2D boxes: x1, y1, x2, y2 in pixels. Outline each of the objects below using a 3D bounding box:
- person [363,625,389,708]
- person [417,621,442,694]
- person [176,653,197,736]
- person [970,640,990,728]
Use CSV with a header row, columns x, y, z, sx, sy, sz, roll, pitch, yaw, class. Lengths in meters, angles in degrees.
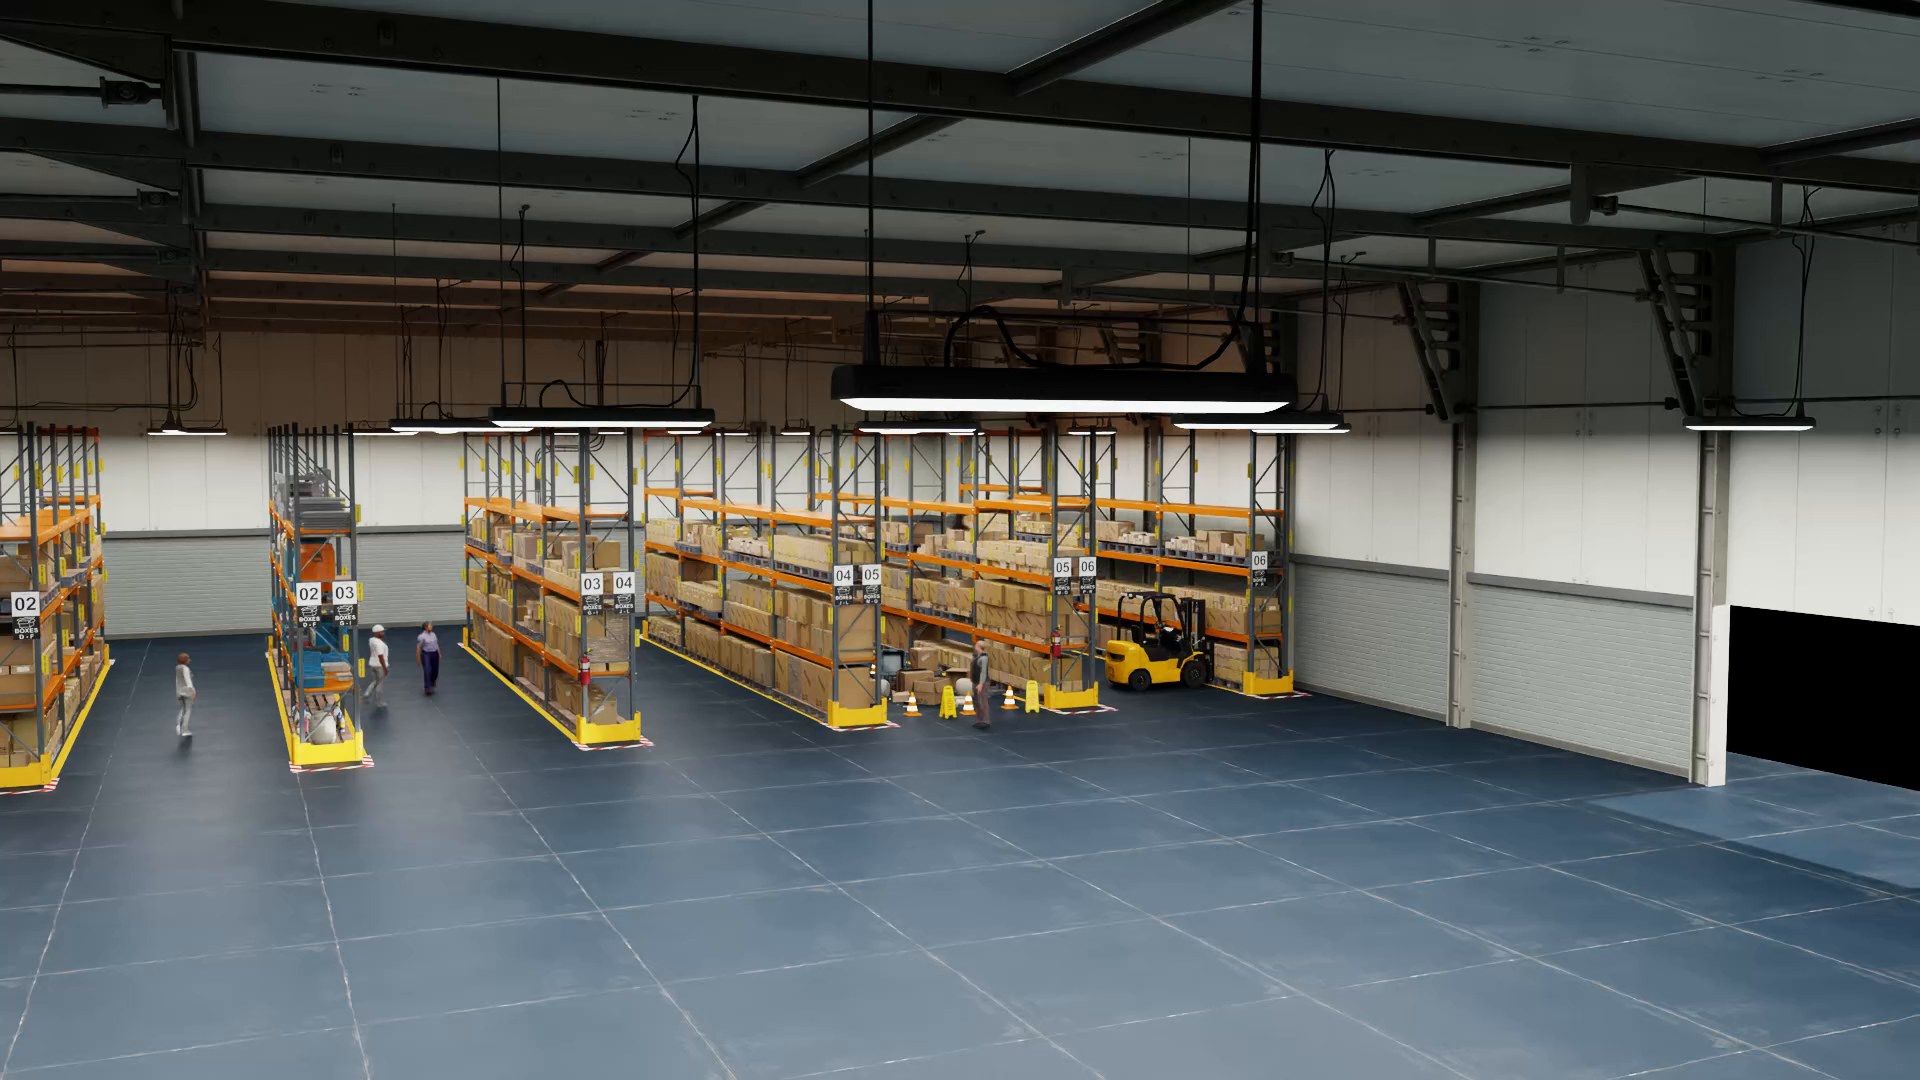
x,y,z,sx,sy,sz,roll,pitch,yaw,class
-12.357,2.677,35.280,0.579,1.763,0.525,2,4,31,person
-11.985,2.638,37.515,0.555,1.573,0.952,-2,4,-30,person
-14.872,2.957,31.943,0.436,1.595,0.390,1,4,11,person
0.396,2.860,32.882,0.387,1.750,0.577,-1,4,-18,person
